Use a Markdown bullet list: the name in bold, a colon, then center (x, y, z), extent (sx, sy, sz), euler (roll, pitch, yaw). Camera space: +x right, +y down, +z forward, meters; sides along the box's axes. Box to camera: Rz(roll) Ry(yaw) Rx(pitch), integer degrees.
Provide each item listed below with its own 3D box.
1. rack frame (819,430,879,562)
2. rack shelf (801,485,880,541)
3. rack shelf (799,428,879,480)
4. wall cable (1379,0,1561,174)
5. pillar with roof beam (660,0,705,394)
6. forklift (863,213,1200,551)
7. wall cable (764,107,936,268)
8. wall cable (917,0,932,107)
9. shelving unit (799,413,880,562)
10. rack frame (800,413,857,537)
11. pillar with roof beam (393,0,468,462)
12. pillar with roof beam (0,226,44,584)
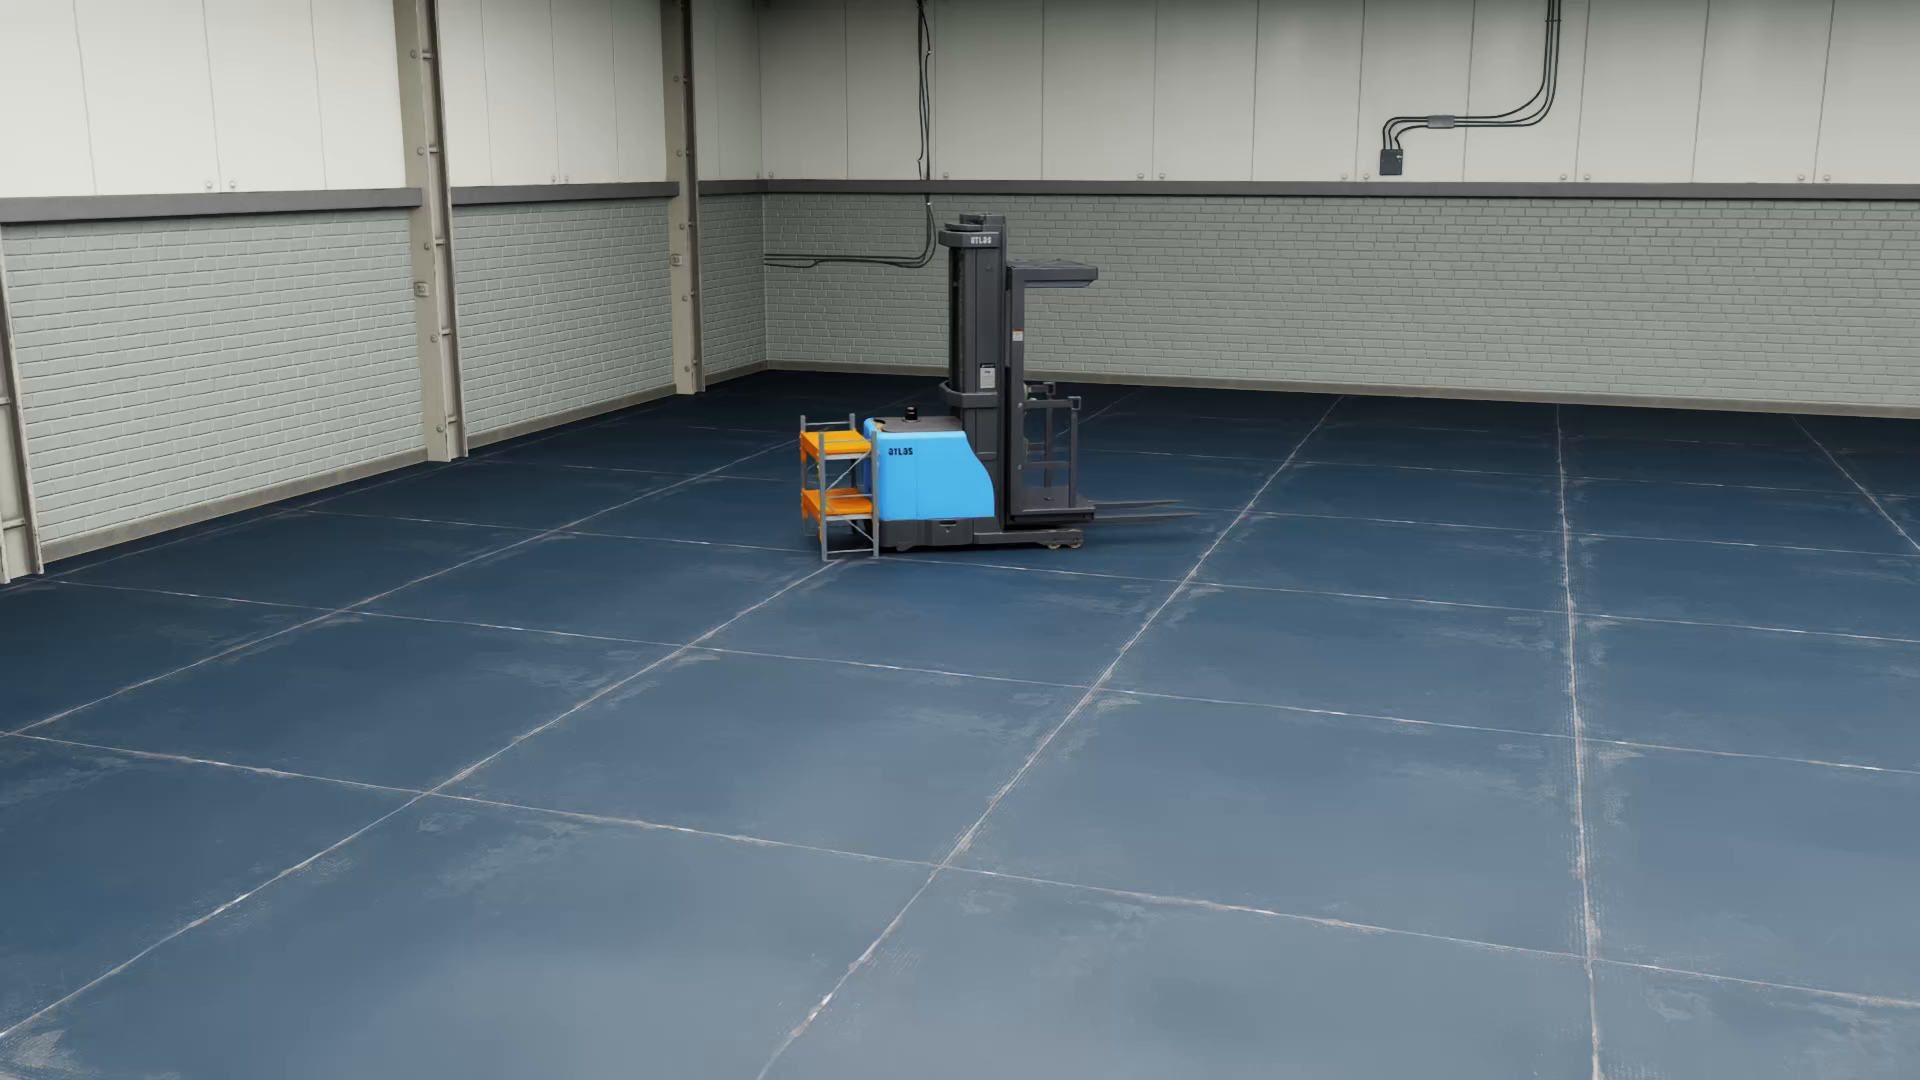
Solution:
- **rack frame**: center (-0.959, -0.377, 14.369), extent (0.500, 1.125, 0.032), euler (-3, 13, -14)
- **rack shelf**: center (-1.083, -0.249, 14.904), extent (0.538, 0.278, 1.000), euler (-3, 13, -14)
- **rack shelf**: center (-1.085, -0.772, 14.784), extent (0.538, 0.278, 1.000), euler (-3, 13, -14)
- **wall cable**: center (7.128, -8.103, 22.887), extent (2.305, 6.003, 0.169), euler (4, 14, 18)
- **pillar with roof beam**: center (0.019, -6.297, 22.617), extent (9.100, 9.000, 0.400), euler (4, 14, 18)
- **forklift**: center (0.661, -1.465, 15.083), extent (3.031, 2.935, 1.130), euler (-2, 13, -10)
- **wall cable**: center (-1.850, -5.618, 26.621), extent (3.097, 2.526, 0.112), euler (4, 14, 18)
- **wall cable**: center (0.710, -7.886, 25.205), extent (3.097, 2.526, 0.112), euler (4, 14, 18)
- **shelving unit**: center (-1.084, -0.487, 14.849), extent (0.538, 1.125, 1.048), euler (-3, 13, -14)
- **rack frame**: center (-1.209, -0.596, 15.330), extent (0.500, 1.125, 0.032), euler (-3, 13, -14)
- **pillar with roof beam**: center (-1.922, -5.034, 17.082), extent (9.100, 9.000, 0.400), euler (4, 14, 18)
- **pillar with roof beam**: center (-3.864, -3.770, 11.547), extent (9.100, 9.000, 0.400), euler (4, 14, 18)
